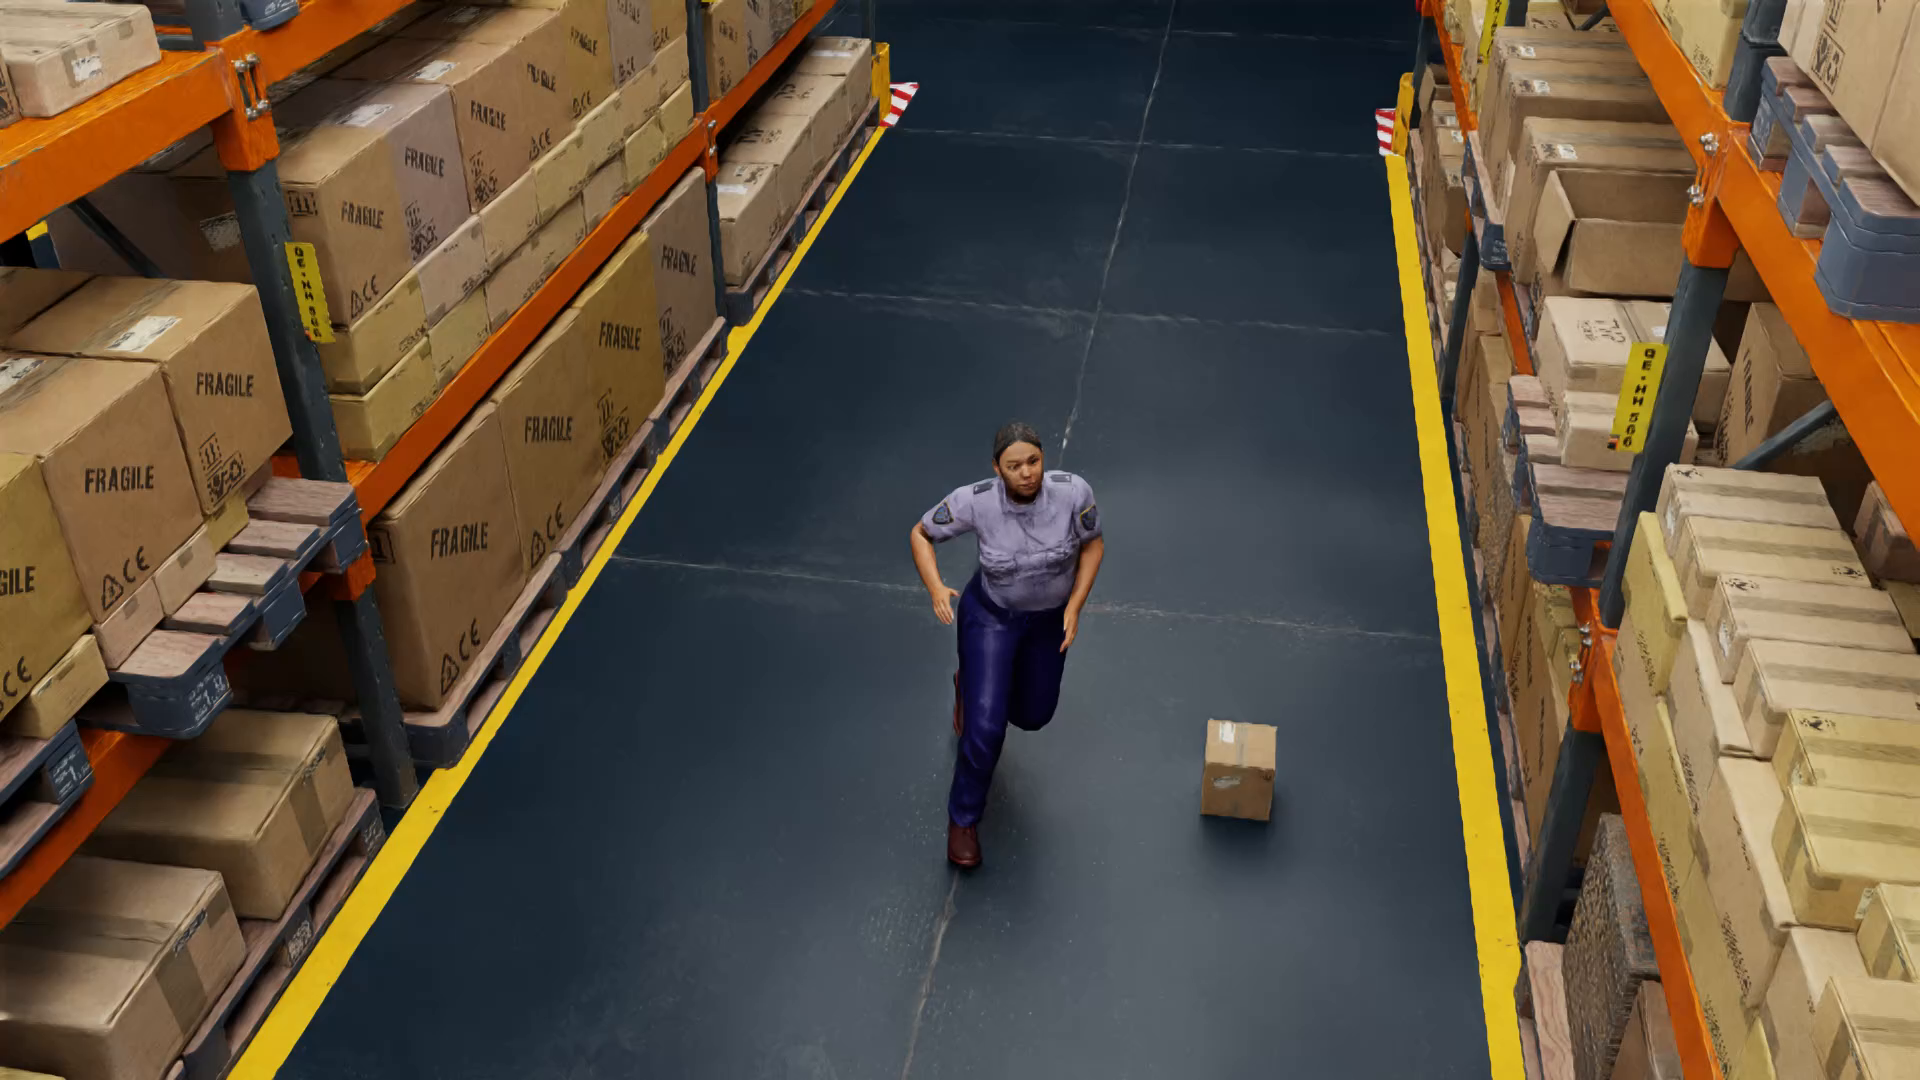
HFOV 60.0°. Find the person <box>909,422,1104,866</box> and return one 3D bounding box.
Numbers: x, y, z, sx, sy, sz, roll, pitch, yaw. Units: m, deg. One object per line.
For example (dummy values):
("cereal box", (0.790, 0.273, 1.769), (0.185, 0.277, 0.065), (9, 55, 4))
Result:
("person", (0.159, 0.265, 5.856), (0.705, 1.498, 0.888), (-12, 34, -18))
